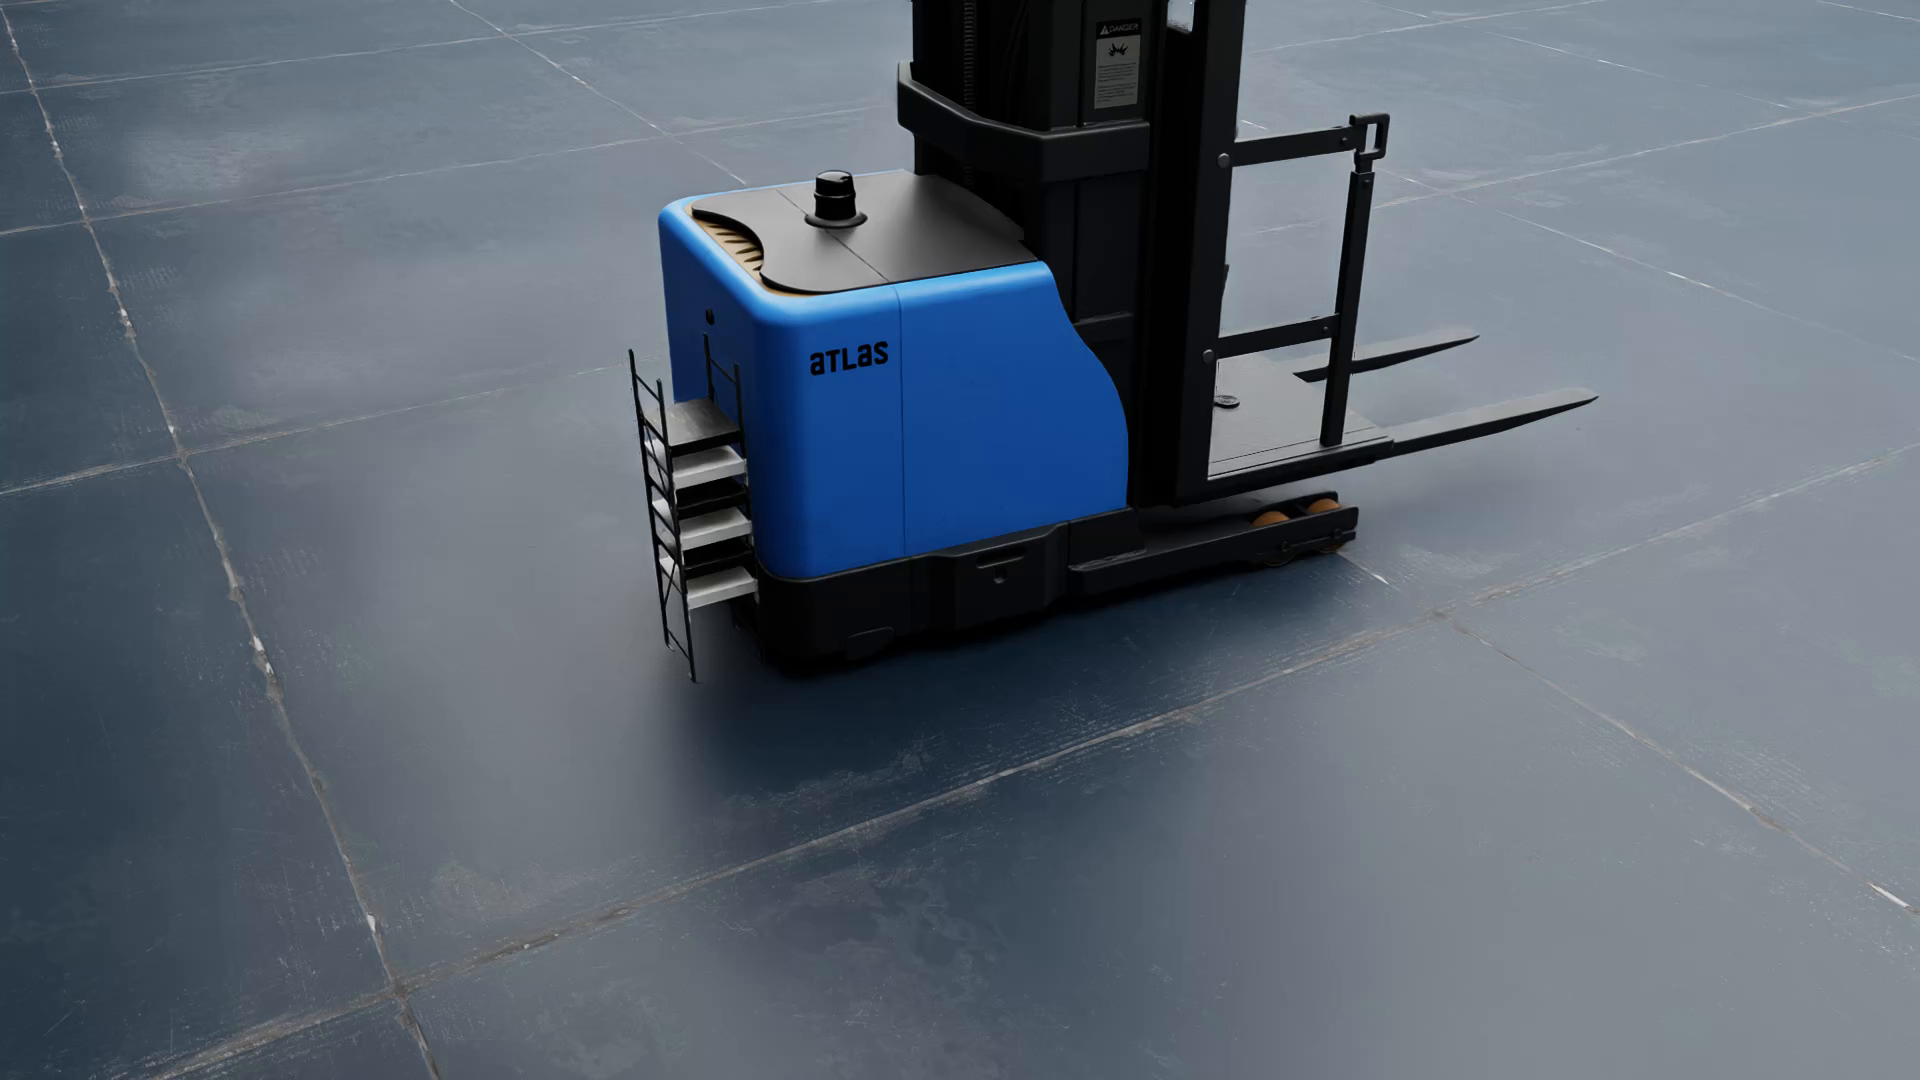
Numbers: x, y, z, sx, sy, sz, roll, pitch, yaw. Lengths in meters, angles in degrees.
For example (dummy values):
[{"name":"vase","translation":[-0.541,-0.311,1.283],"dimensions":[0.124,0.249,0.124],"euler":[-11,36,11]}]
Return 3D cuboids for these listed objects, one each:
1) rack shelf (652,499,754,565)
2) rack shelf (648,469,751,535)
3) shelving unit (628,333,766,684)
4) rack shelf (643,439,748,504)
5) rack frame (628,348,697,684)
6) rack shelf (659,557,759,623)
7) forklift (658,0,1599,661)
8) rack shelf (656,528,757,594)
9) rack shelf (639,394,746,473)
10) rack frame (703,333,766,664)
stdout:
[{"name":"rack shelf","translation":[-0.696,-0.046,4.465],"dimensions":[0.200,0.077,0.258],"euler":[-16,32,-24]},{"name":"rack shelf","translation":[-0.697,-0.124,4.421],"dimensions":[0.200,0.077,0.258],"euler":[-16,32,-24]},{"name":"shelving unit","translation":[-0.696,-0.075,4.449],"dimensions":[0.210,0.900,0.258],"euler":[-16,32,-24]},{"name":"rack shelf","translation":[-0.699,-0.202,4.377],"dimensions":[0.200,0.077,0.258],"euler":[-16,32,-24]},{"name":"rack frame","translation":[-0.786,-0.050,4.408],"dimensions":[0.006,0.900,0.240],"euler":[-16,32,-24]},{"name":"rack shelf","translation":[-0.692,0.111,4.554],"dimensions":[0.200,0.077,0.258],"euler":[-16,32,-24]},{"name":"forklift","translation":[0.673,-1.420,4.790],"dimensions":[3.031,2.935,1.130],"euler":[-13,31,-22]},{"name":"rack shelf","translation":[-0.694,0.033,4.509],"dimensions":[0.200,0.077,0.258],"euler":[-16,32,-24]},{"name":"rack shelf","translation":[-0.701,-0.281,4.333],"dimensions":[0.200,0.077,0.258],"euler":[-16,32,-24]},{"name":"rack frame","translation":[-0.607,-0.100,4.490],"dimensions":[0.006,0.900,0.240],"euler":[-16,32,-24]}]
